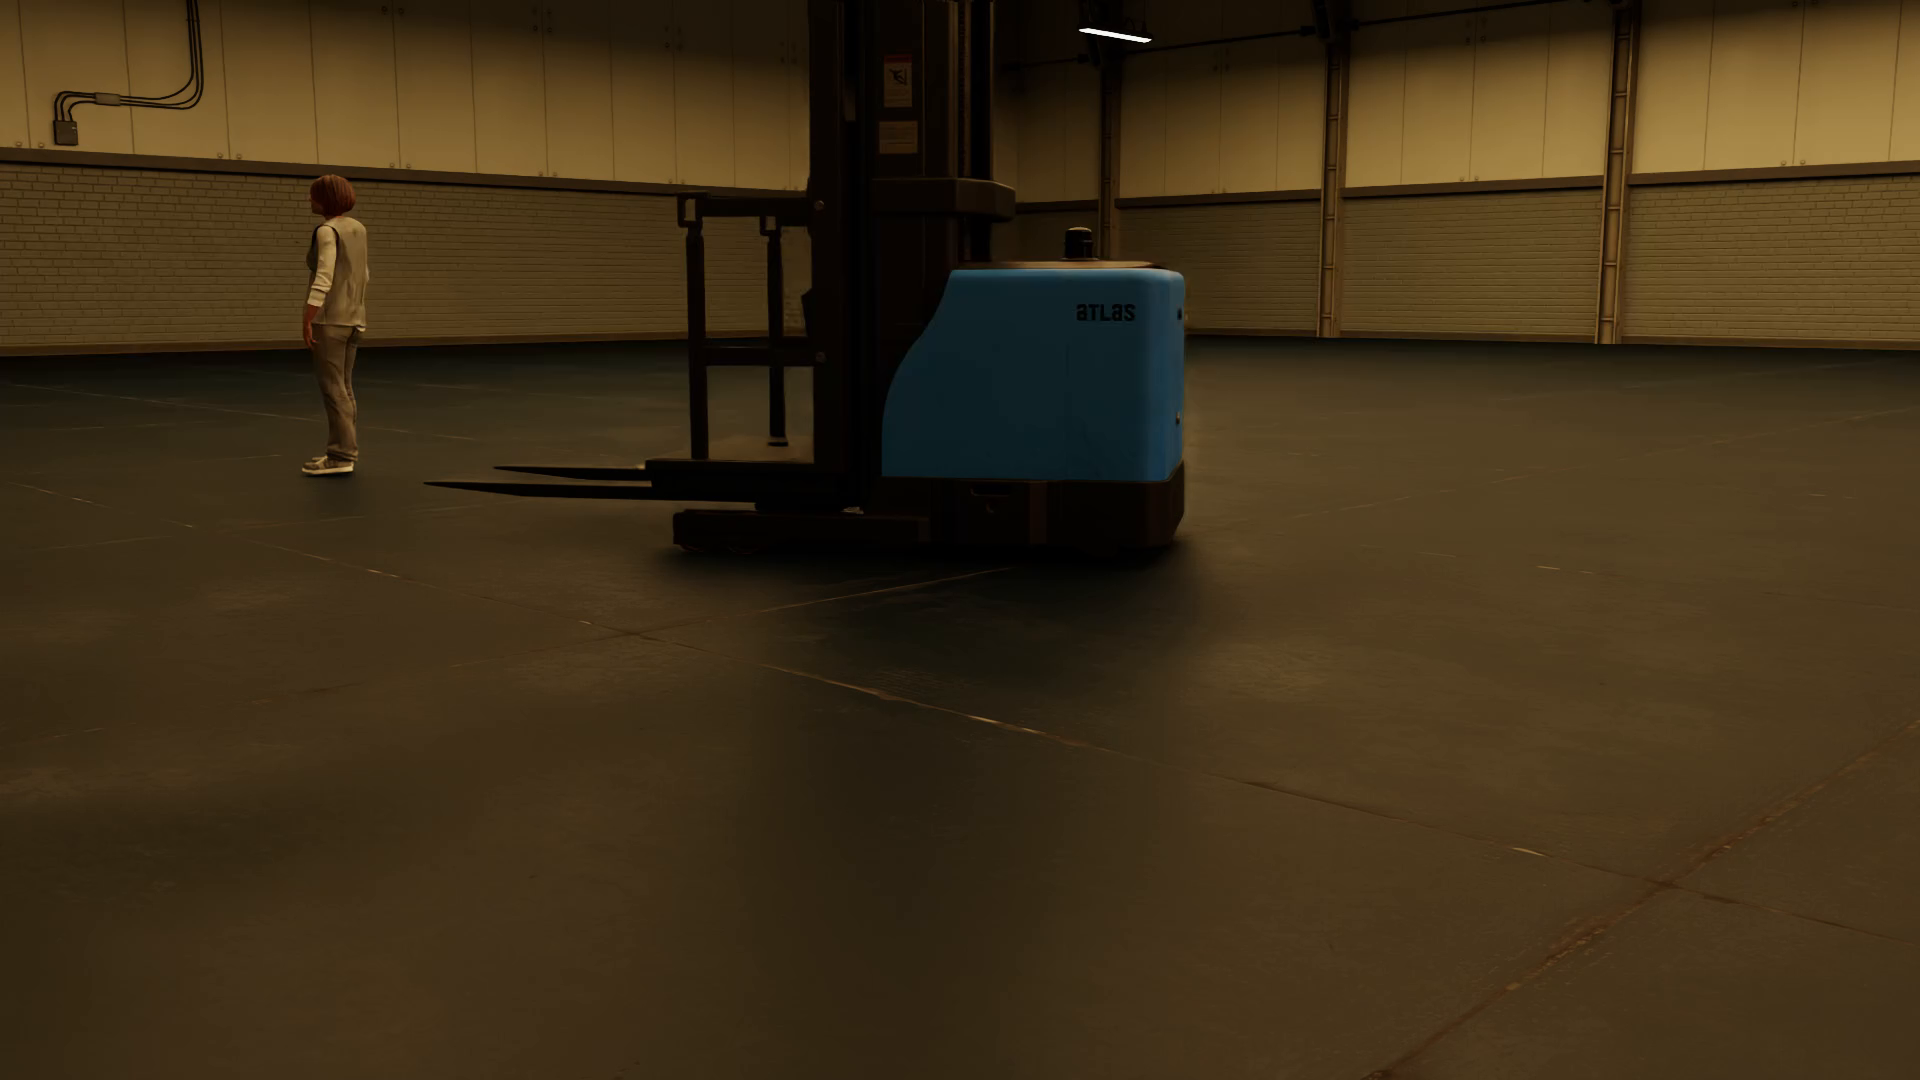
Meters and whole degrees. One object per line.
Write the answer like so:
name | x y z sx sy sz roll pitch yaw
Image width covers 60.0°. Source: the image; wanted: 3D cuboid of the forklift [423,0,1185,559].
forklift | -0.637 -1.466 6.613 3.031 2.935 1.130 2 9 11

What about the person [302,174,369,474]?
person | -3.436 -1.153 8.971 0.471 1.599 0.517 1 9 7
